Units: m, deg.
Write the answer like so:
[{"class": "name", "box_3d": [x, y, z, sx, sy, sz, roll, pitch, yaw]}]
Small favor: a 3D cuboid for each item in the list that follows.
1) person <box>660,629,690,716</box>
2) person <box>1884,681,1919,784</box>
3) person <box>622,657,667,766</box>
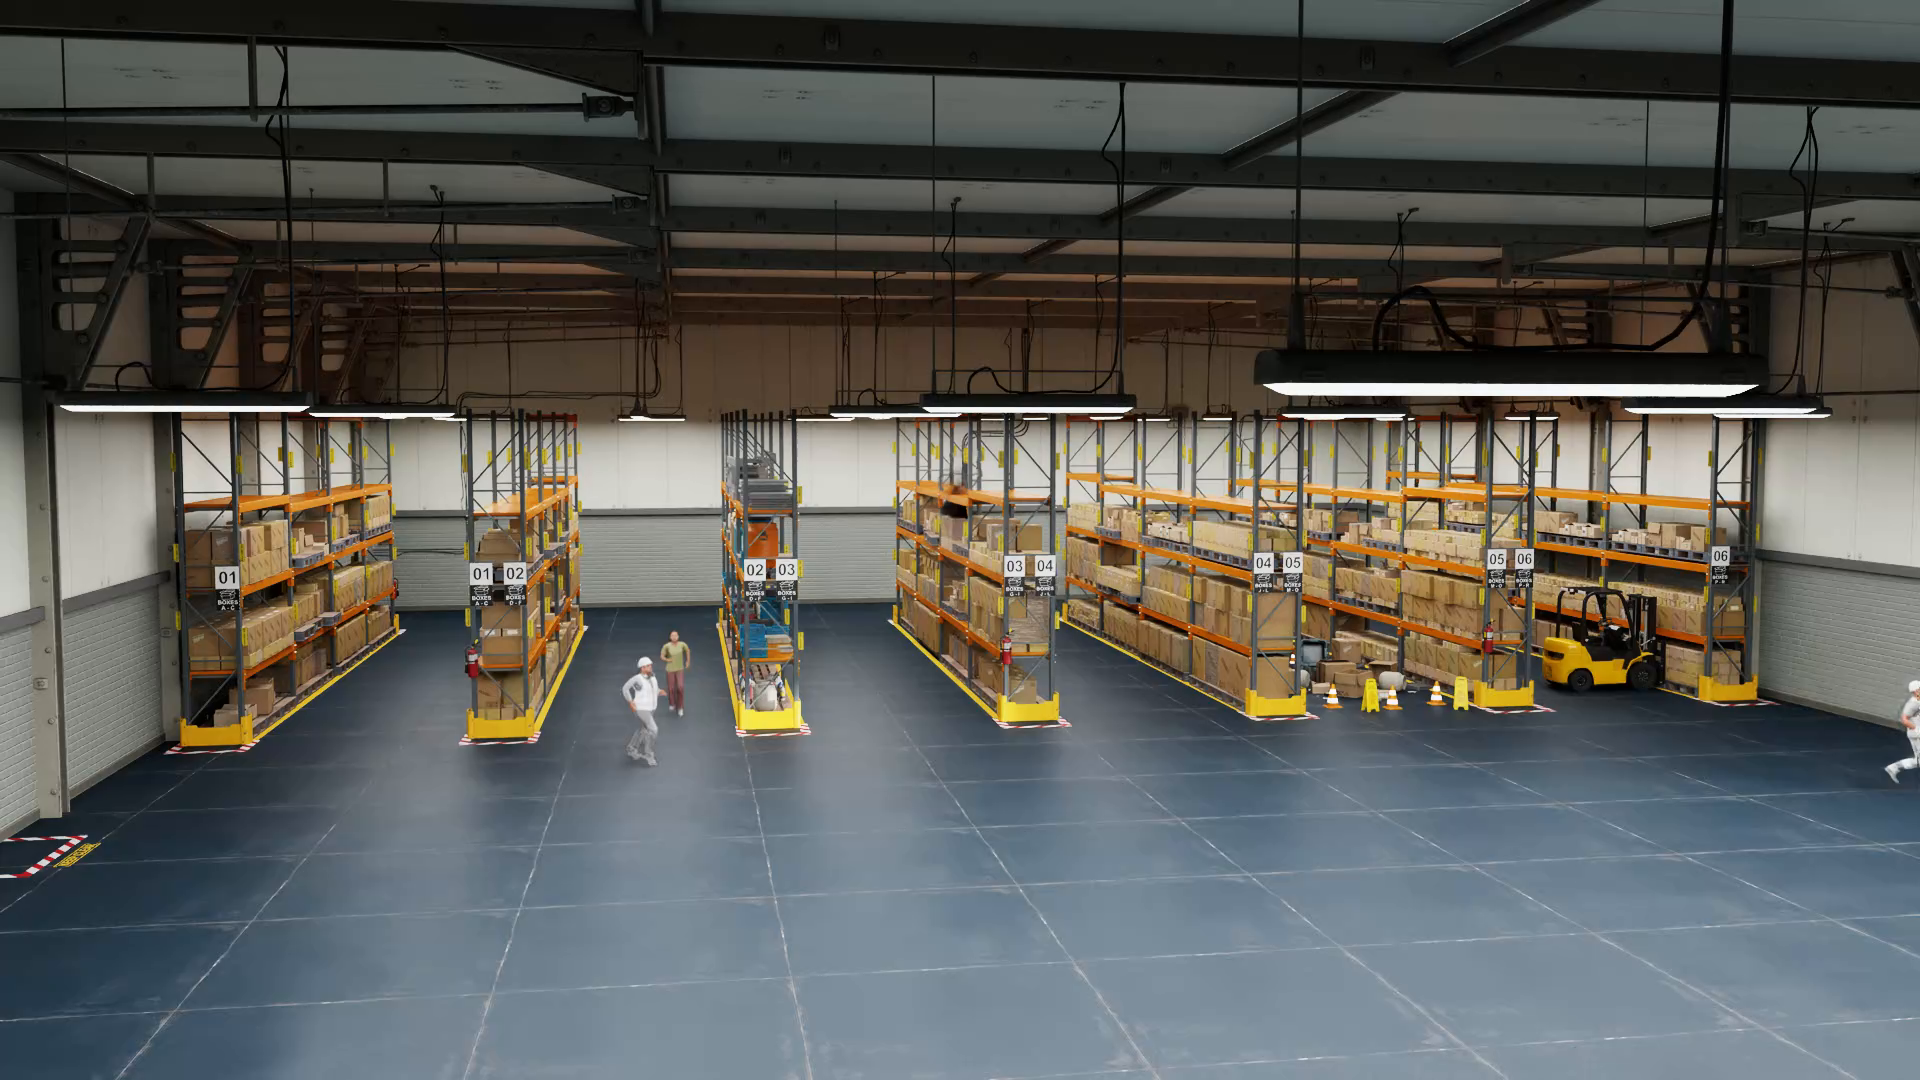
[{"class": "person", "box_3d": [-5.609, 2.618, 32.758, 0.587, 1.733, 0.709, -1, 4, -13]}, {"class": "person", "box_3d": [14.788, 3.051, 25.715, 0.856, 1.759, 0.668, 3, 5, 36]}, {"class": "person", "box_3d": [-5.317, 2.881, 28.095, 0.783, 1.821, 0.641, 2, 4, 21]}]
